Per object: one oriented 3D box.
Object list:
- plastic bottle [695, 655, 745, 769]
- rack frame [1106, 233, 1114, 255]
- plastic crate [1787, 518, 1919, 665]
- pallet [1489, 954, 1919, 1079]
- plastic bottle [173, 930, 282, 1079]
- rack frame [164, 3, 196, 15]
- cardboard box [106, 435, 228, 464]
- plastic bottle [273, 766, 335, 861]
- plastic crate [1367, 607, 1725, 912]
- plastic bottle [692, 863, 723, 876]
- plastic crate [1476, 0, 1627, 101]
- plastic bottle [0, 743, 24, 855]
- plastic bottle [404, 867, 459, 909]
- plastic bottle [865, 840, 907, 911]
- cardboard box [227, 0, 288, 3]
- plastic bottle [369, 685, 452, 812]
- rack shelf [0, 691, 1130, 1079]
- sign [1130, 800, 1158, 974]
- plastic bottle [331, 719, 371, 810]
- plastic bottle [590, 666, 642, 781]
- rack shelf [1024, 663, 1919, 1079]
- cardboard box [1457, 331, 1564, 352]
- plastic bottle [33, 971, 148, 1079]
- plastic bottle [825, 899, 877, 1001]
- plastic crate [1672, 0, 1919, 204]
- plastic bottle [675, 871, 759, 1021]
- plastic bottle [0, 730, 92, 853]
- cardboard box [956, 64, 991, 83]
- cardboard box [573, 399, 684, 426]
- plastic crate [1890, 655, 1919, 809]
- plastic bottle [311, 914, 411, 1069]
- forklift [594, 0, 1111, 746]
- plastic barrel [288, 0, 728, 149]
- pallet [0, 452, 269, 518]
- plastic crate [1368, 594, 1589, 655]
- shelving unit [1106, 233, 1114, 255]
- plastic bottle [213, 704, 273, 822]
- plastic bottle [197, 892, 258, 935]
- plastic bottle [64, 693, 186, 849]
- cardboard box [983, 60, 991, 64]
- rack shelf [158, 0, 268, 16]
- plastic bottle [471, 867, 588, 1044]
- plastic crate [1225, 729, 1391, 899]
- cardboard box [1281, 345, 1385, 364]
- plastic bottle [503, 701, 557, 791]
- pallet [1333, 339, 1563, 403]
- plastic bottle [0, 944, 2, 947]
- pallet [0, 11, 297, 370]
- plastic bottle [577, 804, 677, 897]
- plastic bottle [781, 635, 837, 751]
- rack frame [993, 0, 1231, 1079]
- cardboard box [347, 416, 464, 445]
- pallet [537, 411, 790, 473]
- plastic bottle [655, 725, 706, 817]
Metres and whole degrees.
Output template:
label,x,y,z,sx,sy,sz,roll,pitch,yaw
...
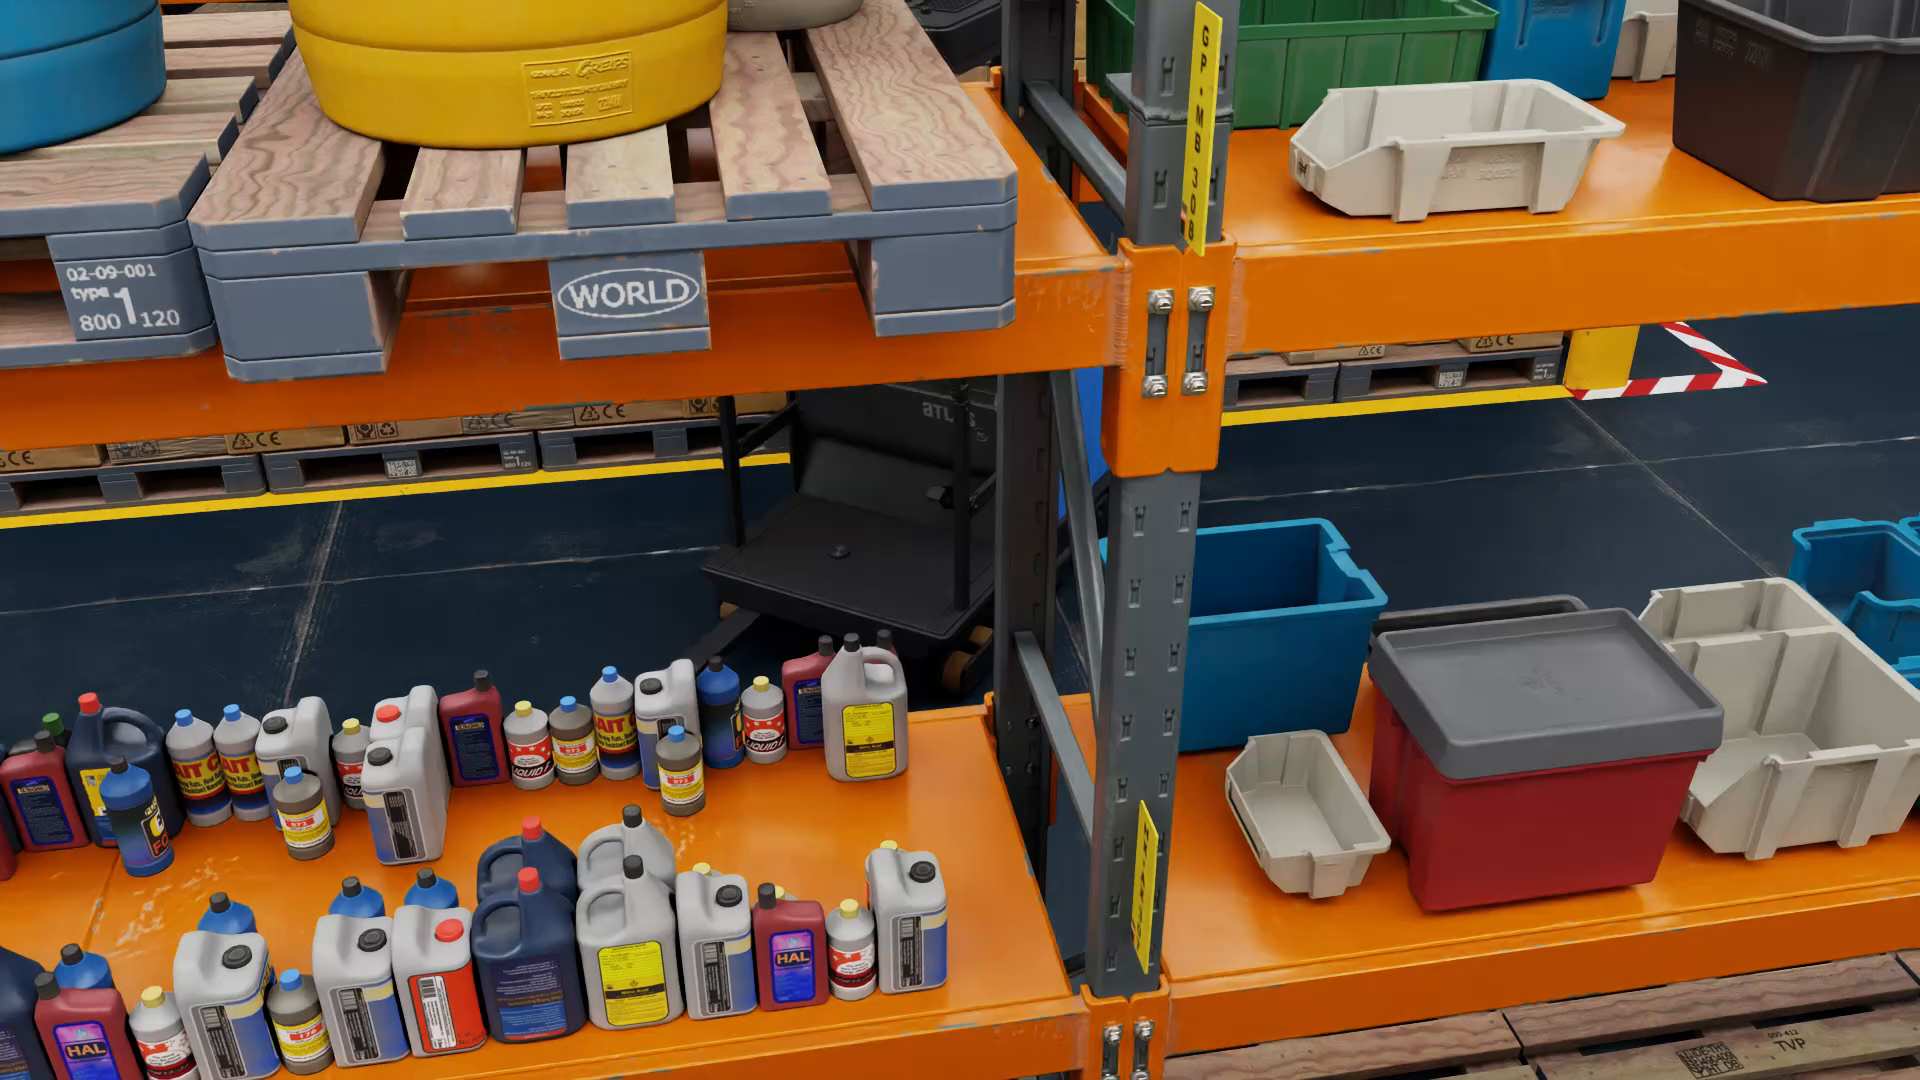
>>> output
label,x,y,z,sx,sy,sz,roll,pitch,yaw
plastic bottle,-0.544,0.382,3.767,0.097,0.271,0.097,0,30,0
rack frame,0.593,-0.897,7.722,0.008,1.050,0.200,26,34,37
plastic crate,2.272,0.152,4.137,0.300,0.233,0.416,-5,31,-9
pallet,2.149,1.468,4.545,1.213,0.211,1.003,-5,31,-9
plastic bottle,-1.315,0.829,3.004,0.135,0.276,0.152,-5,31,-9
rack frame,-5.489,-4.109,11.279,0.127,3.000,1.000,-5,31,-9
cardboard box,-3.580,-0.701,7.515,0.500,0.500,0.500,-6,31,-11
plastic bottle,-1.392,0.569,3.518,0.097,0.201,0.097,0,30,0
plastic crate,1.154,0.455,3.394,0.583,0.464,0.402,-5,31,-9
plastic bottle,-0.499,0.721,3.260,0.097,0.201,0.097,0,30,0
plastic crate,1.068,-0.998,3.193,0.300,0.233,0.416,-5,31,-9
plastic bottle,-2.095,0.504,3.482,0.185,0.351,0.144,-5,31,-9
plastic bottle,-0.995,0.737,3.164,0.097,0.271,0.097,0,30,0
plastic bottle,-0.140,0.688,3.317,0.097,0.201,0.097,0,30,0
cardboard box,-4.742,-3.365,11.720,0.750,0.750,0.750,-6,31,-10
plastic bottle,-1.204,0.456,3.638,0.135,0.276,0.152,-5,31,-9
rack shelf,-1.737,0.958,3.371,4.000,0.370,1.077,-5,31,-9
sign,0.328,0.620,2.962,0.005,0.325,0.100,-5,31,-9
plastic bottle,-1.323,0.485,3.662,0.097,0.201,0.097,0,30,0
plastic bottle,-0.773,0.403,3.731,0.097,0.271,0.097,0,30,0
rack shelf,2.198,0.593,3.992,4.000,0.370,1.077,-5,31,-9
cardboard box,2.786,-1.310,8.550,0.500,0.500,0.500,-5,31,-9
plastic bottle,-1.534,0.870,2.927,0.133,0.283,0.061,-5,31,-9
plastic bottle,-0.208,0.772,3.173,0.097,0.201,0.097,0,30,0
plastic crate,1.502,-0.748,2.732,0.590,0.269,0.497,-5,31,-9
plastic bottle,-0.458,0.749,3.139,0.135,0.276,0.152,-5,31,-9
plastic bottle,-1.935,0.528,3.508,0.133,0.283,0.061,-5,31,-9
cardboard box,-0.108,-1.958,7.523,0.500,0.500,0.500,-5,31,-8
cardboard box,-1.580,-0.888,7.833,0.500,0.500,0.500,-5,31,-9
plastic crate,2.191,0.462,3.611,0.300,0.233,0.416,-5,31,-9
plastic bottle,-1.087,0.808,3.040,0.135,0.276,0.152,-5,31,-9
forklift,-0.310,-0.939,5.955,1.130,2.935,3.031,15,34,23
plastic barrel,-0.631,-0.905,2.271,0.600,0.588,0.600,0,30,0
pallet,-3.852,-0.487,7.870,1.213,0.211,1.003,-5,31,-9
plastic crate,1.283,0.322,3.955,0.590,0.125,0.437,-5,31,-9
shelving unit,0.681,-0.854,7.649,0.252,1.050,0.215,26,34,37
plastic bottle,-1.552,0.476,3.609,0.097,0.271,0.097,0,30,0
plastic bottle,-1.356,0.770,3.108,0.097,0.271,0.097,0,30,0
plastic bottle,-1.782,0.475,3.532,0.185,0.351,0.144,-5,31,-9
cardboard box,-0.144,-2.382,7.256,0.500,0.500,0.500,-5,31,-8
rack shelf,-3.521,-3.981,11.771,4.000,0.370,1.077,-5,31,-9
plastic bottle,-0.797,0.751,3.063,0.185,0.351,0.144,-5,31,-9
plastic crate,0.714,0.582,3.502,0.243,0.136,0.396,-5,31,-9
cardboard box,1.846,-1.130,8.491,0.500,0.250,0.500,-5,31,-9
plastic bottle,-0.964,0.451,3.719,0.097,0.201,0.097,0,30,0
pallet,2.418,-1.087,8.891,1.213,0.211,1.003,-5,31,-9
plastic bottle,-1.858,0.771,3.029,0.185,0.351,0.144,-5,31,-9
pallet,-1.638,-0.521,2.404,1.213,0.211,1.003,-5,31,-9
plastic bottle,-0.641,0.662,3.214,0.185,0.351,0.144,-5,31,-9
plastic bottle,-0.338,0.349,3.813,0.133,0.283,0.061,-5,31,-9
rack frame,0.230,0.465,3.499,0.127,3.000,1.000,-5,31,-9
cardboard box,-2.573,-0.795,7.674,0.500,0.500,0.500,-6,31,-11
pallet,-1.451,-0.709,8.248,1.213,0.211,1.003,-5,31,-9
plastic bottle,-0.613,0.497,3.641,0.097,0.201,0.097,0,30,0
